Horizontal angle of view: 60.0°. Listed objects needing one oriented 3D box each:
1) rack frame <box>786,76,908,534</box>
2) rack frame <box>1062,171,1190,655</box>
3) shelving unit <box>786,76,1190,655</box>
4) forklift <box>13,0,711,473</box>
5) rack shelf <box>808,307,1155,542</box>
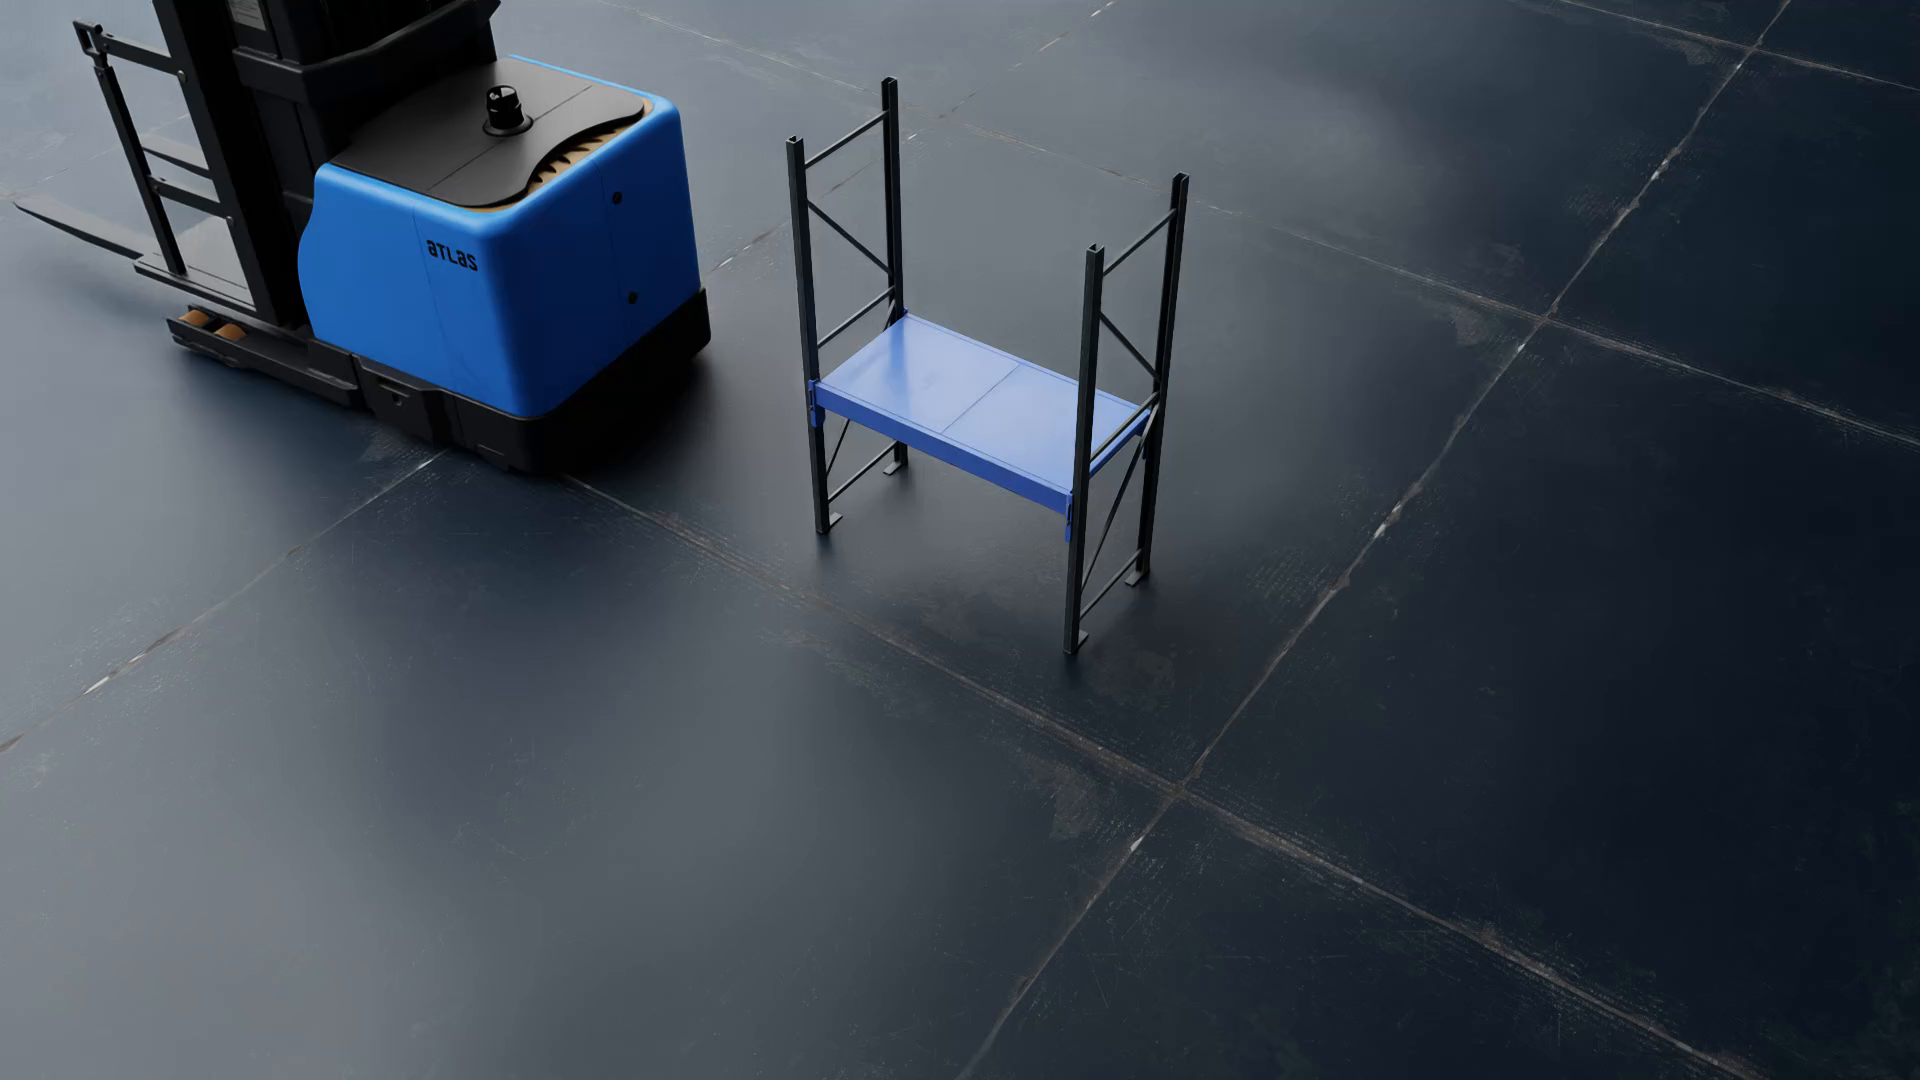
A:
[{"bbox_3d":[-0.346,-0.721,5.431,0.032,1.500,0.500,25,48,25],"label":"rack frame"},{"bbox_3d":[0.486,-0.332,4.996,0.032,1.500,0.500,25,48,25],"label":"rack frame"},{"bbox_3d":[0.070,-0.526,5.213,1.048,1.500,0.538,25,48,25],"label":"shelving unit"},{"bbox_3d":[-2.515,-2.051,5.844,3.031,2.935,1.130,21,46,22],"label":"forklift"},{"bbox_3d":[0.070,-0.392,5.333,1.000,0.185,0.538,25,48,25],"label":"rack shelf"}]
